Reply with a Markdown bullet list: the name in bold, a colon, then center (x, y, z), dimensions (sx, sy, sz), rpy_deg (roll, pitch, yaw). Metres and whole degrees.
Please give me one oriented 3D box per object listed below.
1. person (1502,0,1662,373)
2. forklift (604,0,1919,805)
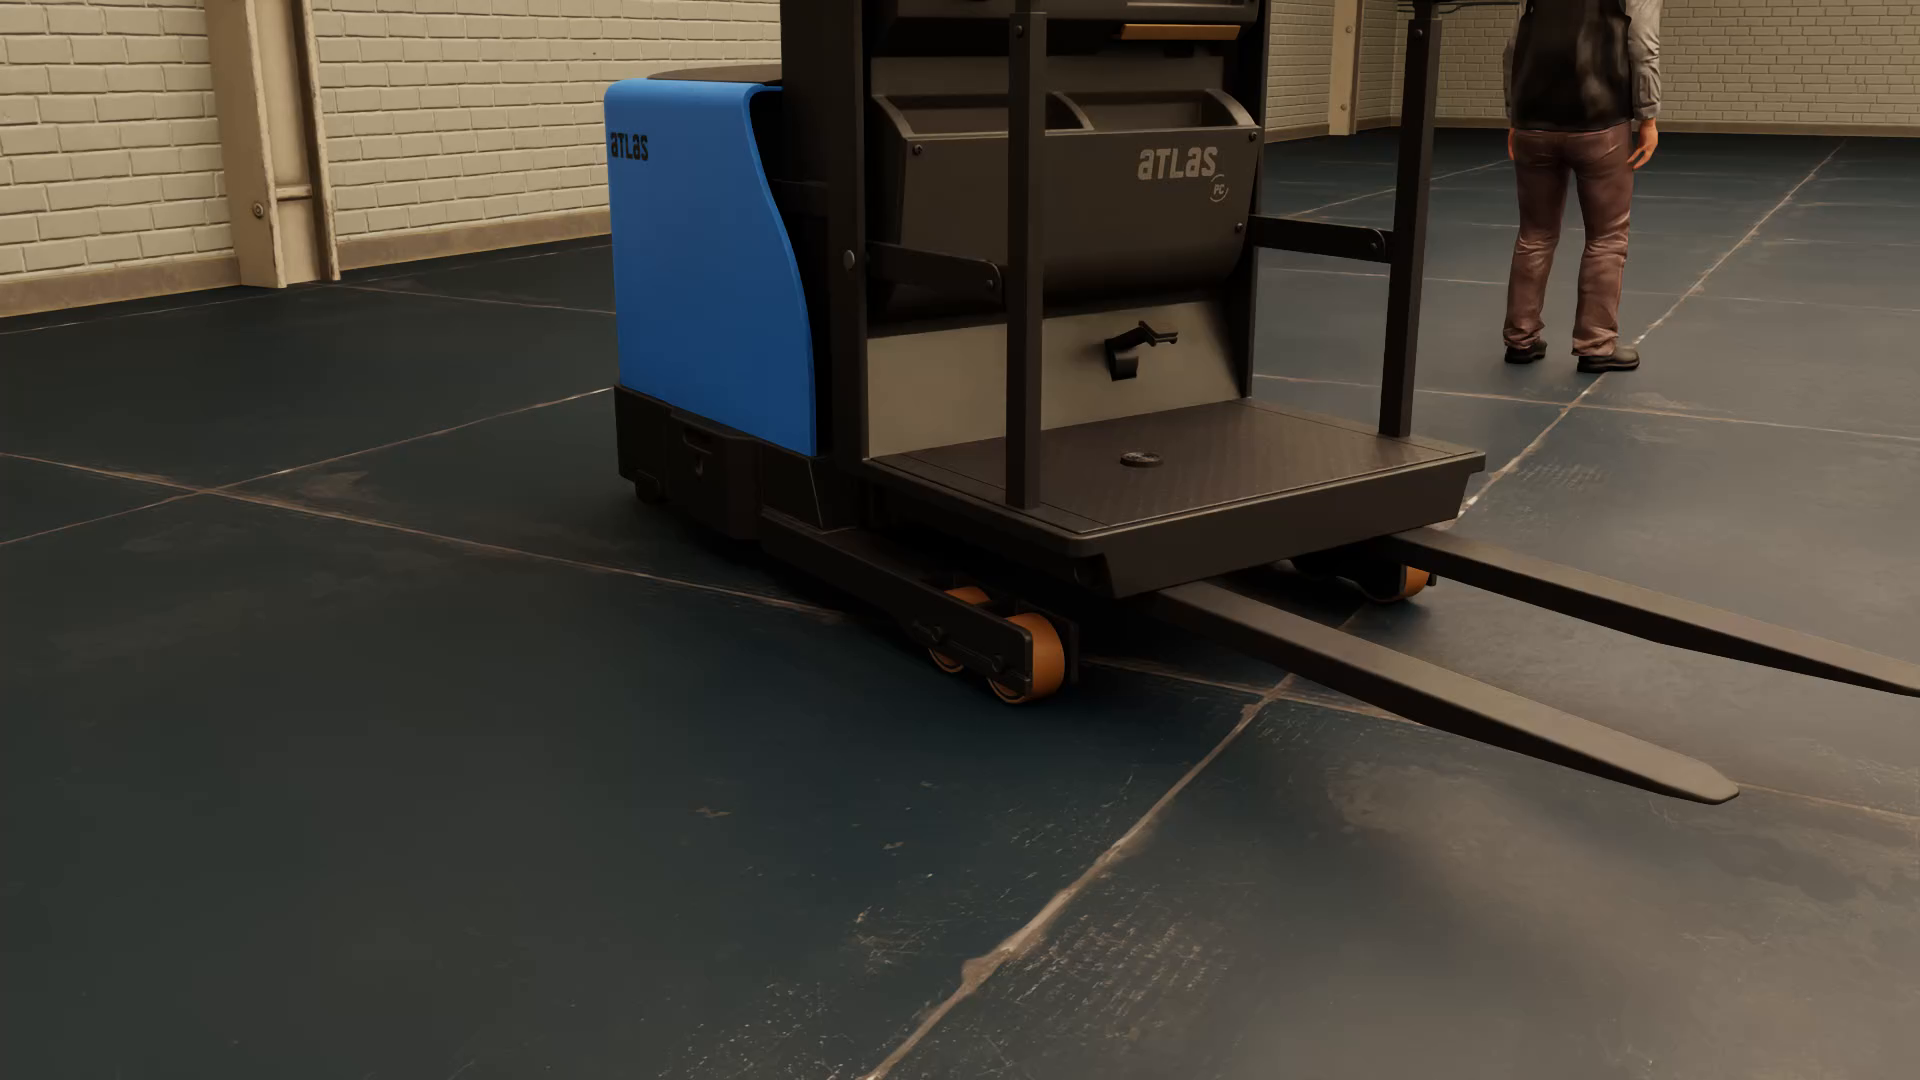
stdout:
- **person**: center (2.242, -1.492, 6.063), dimensions (0.421, 1.720, 0.580), rpy_deg (-16, 22, -42)
- **forklift**: center (0.361, -1.262, 3.137), dimensions (1.130, 2.935, 3.031), rpy_deg (-11, 20, -34)
